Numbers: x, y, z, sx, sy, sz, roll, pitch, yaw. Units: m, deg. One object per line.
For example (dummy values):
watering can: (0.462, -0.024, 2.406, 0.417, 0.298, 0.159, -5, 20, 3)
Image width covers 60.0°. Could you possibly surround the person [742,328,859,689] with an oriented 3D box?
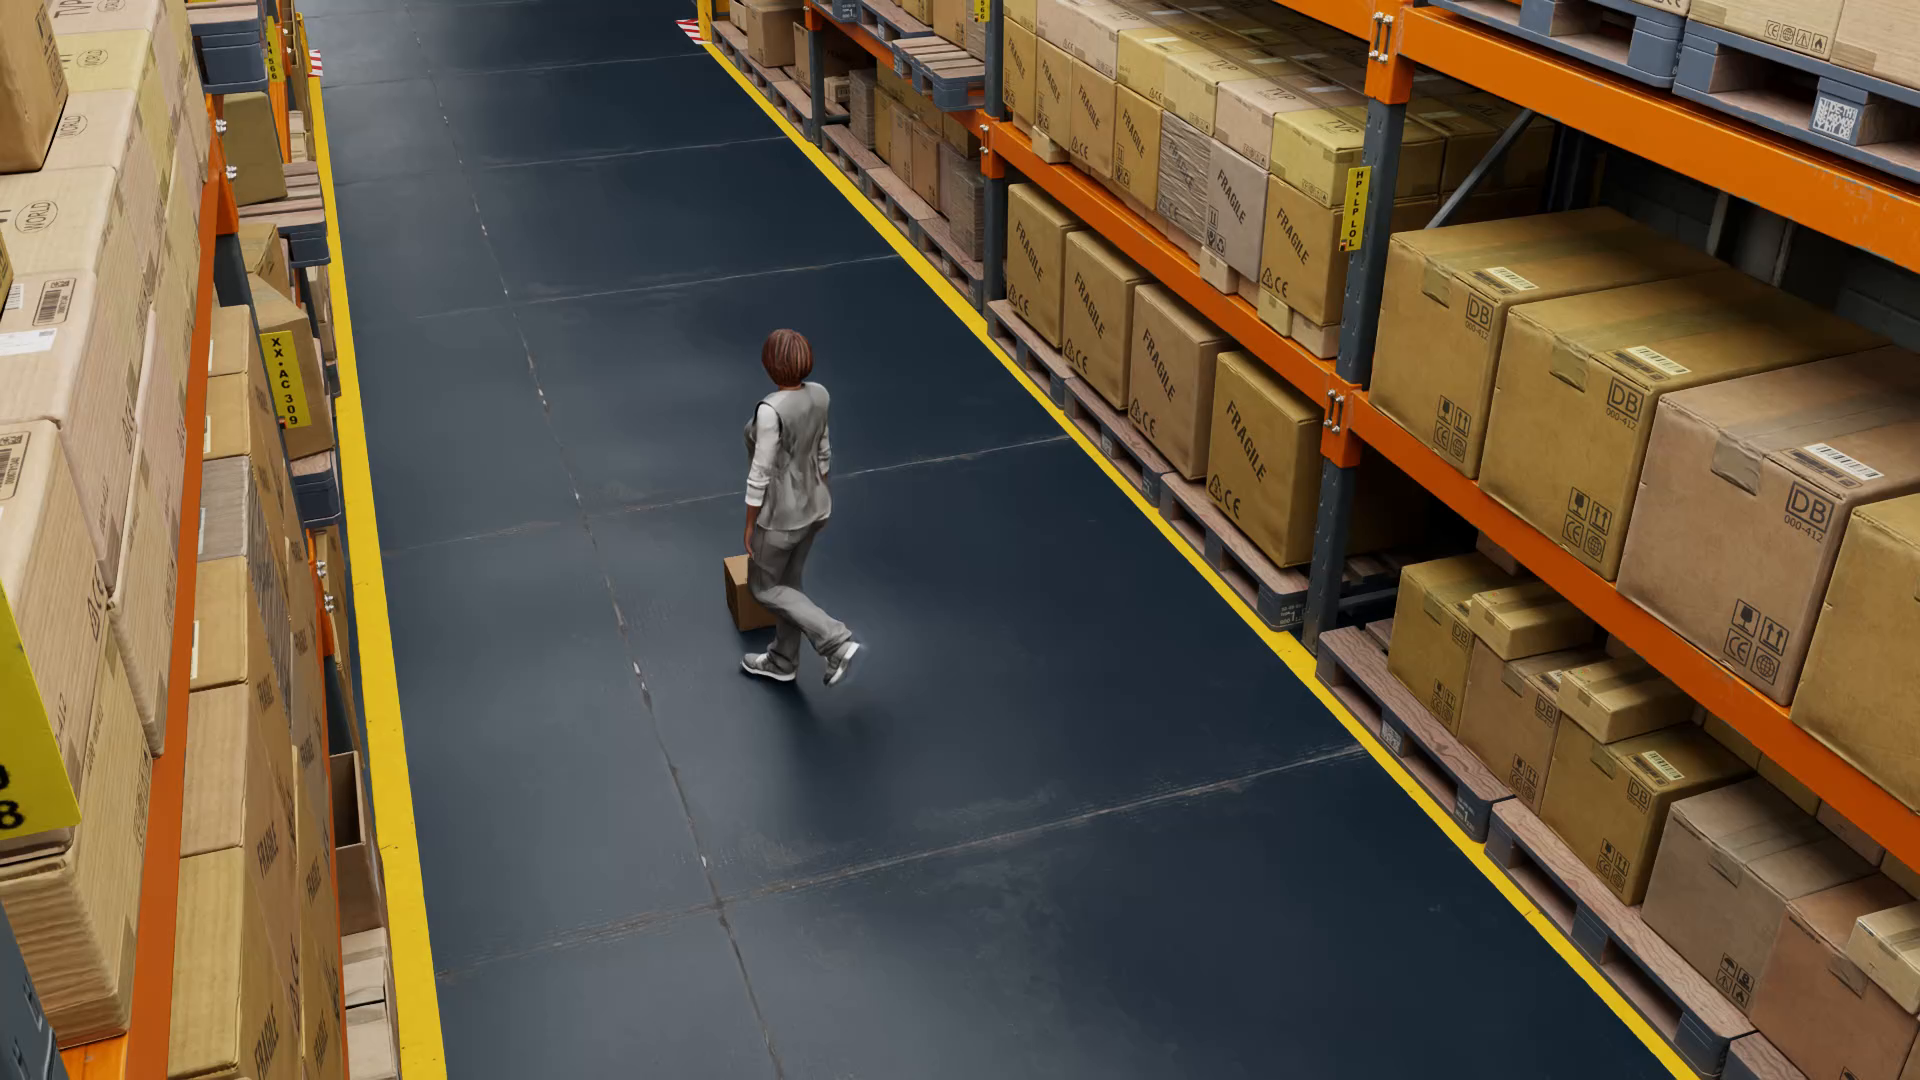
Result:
person: (-0.648, -0.086, 6.768, 0.625, 1.590, 0.455, 17, 34, 27)
